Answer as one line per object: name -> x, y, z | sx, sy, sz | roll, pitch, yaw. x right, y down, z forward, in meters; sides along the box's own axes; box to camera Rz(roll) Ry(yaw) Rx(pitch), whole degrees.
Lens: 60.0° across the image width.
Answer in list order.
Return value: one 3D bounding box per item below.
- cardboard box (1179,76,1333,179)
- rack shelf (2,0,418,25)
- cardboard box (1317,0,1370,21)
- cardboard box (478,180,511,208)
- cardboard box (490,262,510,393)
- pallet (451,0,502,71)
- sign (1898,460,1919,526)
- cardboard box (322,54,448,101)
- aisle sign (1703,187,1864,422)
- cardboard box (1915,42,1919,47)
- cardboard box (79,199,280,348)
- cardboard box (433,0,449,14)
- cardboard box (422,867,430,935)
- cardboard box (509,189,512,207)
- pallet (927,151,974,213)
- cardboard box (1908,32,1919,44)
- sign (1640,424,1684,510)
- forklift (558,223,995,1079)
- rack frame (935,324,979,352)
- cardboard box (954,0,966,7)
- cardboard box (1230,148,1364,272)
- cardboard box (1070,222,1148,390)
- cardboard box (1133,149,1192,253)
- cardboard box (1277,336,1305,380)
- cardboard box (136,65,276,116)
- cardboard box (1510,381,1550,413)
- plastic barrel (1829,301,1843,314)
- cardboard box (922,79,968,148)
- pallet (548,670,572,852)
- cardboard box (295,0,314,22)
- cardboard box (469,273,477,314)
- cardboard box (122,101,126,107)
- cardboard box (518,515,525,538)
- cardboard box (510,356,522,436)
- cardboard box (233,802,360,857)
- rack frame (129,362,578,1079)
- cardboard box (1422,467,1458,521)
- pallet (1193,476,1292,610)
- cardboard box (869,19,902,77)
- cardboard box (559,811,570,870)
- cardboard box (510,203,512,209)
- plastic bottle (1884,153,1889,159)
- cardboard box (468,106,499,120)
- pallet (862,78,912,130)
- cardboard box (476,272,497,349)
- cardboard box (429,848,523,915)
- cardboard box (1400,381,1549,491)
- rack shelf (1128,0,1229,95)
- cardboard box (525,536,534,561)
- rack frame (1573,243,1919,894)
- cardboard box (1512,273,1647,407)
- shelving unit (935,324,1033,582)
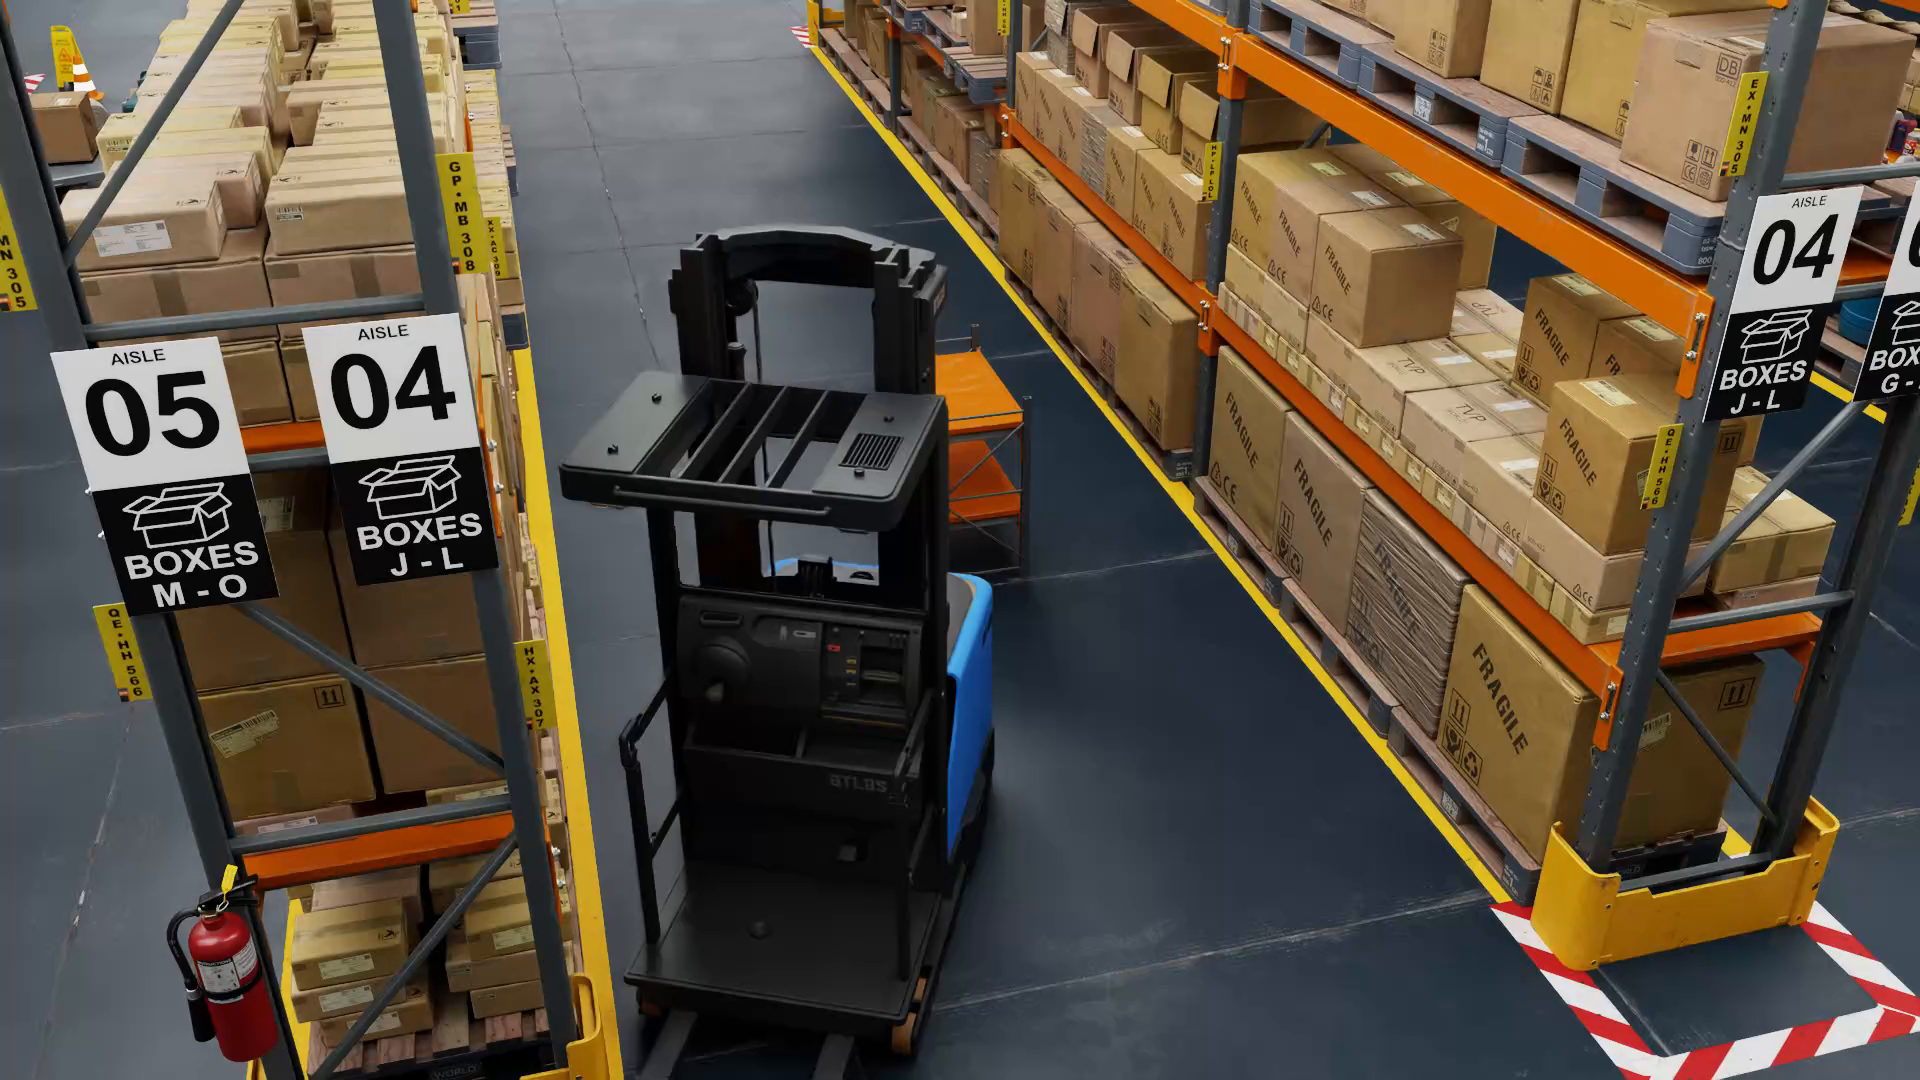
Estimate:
cardboard box -> 1.739, -2.433, 9.857 | 0.797, 0.503, 0.637 | -9, 31, -15
rack shelf -> -2.361, -2.355, 5.557 | 1.077, 0.370, 4.000 | -8, 31, -13
cardboard box -> 2.182, -2.844, 8.057 | 0.700, 0.500, 0.500 | -10, 31, -16
cardboard box -> -2.699, -1.877, 9.236 | 0.380, 0.149, 0.250 | -8, 31, -13
cardboard box -> -2.492, -1.013, 8.109 | 0.500, 0.500, 0.500 | -8, 31, -13
pallet -> -2.953, -2.566, 8.383 | 1.213, 0.211, 1.003 | -8, 31, -13
sign -> 3.515, -0.196, 6.151 | 0.100, 0.325, 0.005 | -8, 31, -13
cardboard box -> -1.961, -1.548, 5.689 | 0.380, 0.149, 0.250 | -7, 31, -12
aisle sign -> 2.708, -0.766, 5.485 | 0.394, 0.787, 0.004 | -8, 31, -13
cardboard box -> 9.624, -5.086, 17.309 | 0.500, 0.311, 0.500 | -7, 31, -12
cardboard box -> -2.198, -0.743, 4.697 | 0.500, 0.250, 0.500 | -9, 31, -15
cardboard box -> -2.360, -2.306, 6.998 | 0.380, 0.149, 0.250 | -8, 31, -13
cardboard box -> -2.324, 1.471, 6.642 | 0.380, 0.149, 0.250 | -8, 31, -14
cardboard box -> -2.969, -2.114, 10.239 | 0.380, 0.149, 0.250 | -9, 31, -16
pallet -> 0.329, -3.339, 15.307 | 1.003, 0.211, 1.213 | -8, 31, -13
cardboard box -> 10.133, -5.169, 17.452 | 0.500, 0.311, 0.500 | -8, 31, -14
sign -> 2.451, -0.254, 5.802 | 0.100, 0.325, 0.005 | -8, 31, -13
forklift -> -0.639, 0.494, 5.970 | 1.130, 2.935, 3.031 | 6, 31, 10
rack frame -> -0.133, -0.729, 9.887 | 0.500, 1.125, 0.032 | -8, 31, -13
cardboard box -> 0.342, -4.913, 14.722 | 0.797, 0.503, 0.637 | -5, 30, -8
cardboard box -> 1.797, -1.771, 8.919 | 0.500, 0.500, 0.500 | -8, 31, -13
cardboard box -> 1.489, -1.648, 11.304 | 1.225, 0.875, 0.875 | -9, 31, -15
cardboard box -> 1.405, -2.121, 10.319 | 0.500, 0.500, 0.500 | -7, 31, -12
cardboard box -> 1.886, -0.971, 8.684 | 0.380, 0.149, 0.250 | -9, 31, -15
cardboard box -> -2.512, -1.472, 5.557 | 0.380, 0.149, 0.250 | -7, 31, -12
cardboard box -> 2.837, -0.541, 7.543 | 0.500, 0.250, 0.500 | -9, 31, -15
plastic barrel -> 6.376, -2.187, 12.209 | 0.600, 0.901, 0.708 | -8, 31, -13
cardboard box -> 0.044, -4.088, 15.874 | 0.700, 0.500, 0.500 | -8, 31, -14
pallet -> -2.352, 1.080, 7.674 | 1.003, 0.211, 1.213 | -8, 31, -13
cardboard box -> -2.887, -2.237, 6.879 | 0.380, 0.149, 0.250 | -8, 31, -14
cardboard box -> -1.839, -0.844, 5.370 | 0.500, 0.250, 0.500 | -7, 31, -12
cardboard box -> -8.528, -4.528, 17.424 | 0.380, 0.149, 0.250 | 7, 31, 13
cardboard box -> -2.441, 0.013, 8.566 | 0.380, 0.149, 0.250 | -7, 31, -13
cardboard box -> -2.975, -0.784, 10.187 | 0.500, 0.500, 0.500 | -6, 31, -11
cardboard box -> -2.190, 0.884, 5.480 | 0.380, 0.149, 0.250 | -8, 31, -13
rack frame -> -1.831, 0.895, 5.210 | 1.000, 3.000, 0.127 | -8, 31, -13
cardboard box -> 2.294, -0.228, 7.401 | 0.380, 0.149, 0.250 | -9, 31, -14
pallet -> 2.043, -0.063, 9.649 | 1.003, 0.211, 1.213 | -8, 31, -13
cardboard box -> -0.674, -5.375, 18.118 | 0.500, 0.500, 0.500 | -11, 32, -18
cardboard box -> -1.844, 1.279, 6.973 | 0.380, 0.149, 0.250 | -7, 31, -13
cardboard box -> -2.763, -1.865, 9.513 | 0.380, 0.149, 0.250 | -9, 31, -15
plastic bottle -> 6.294, -2.570, 11.394 | 0.097, 0.201, 0.097 | 0, 30, 0
cardboard box -> -3.115, -2.630, 10.537 | 0.380, 0.149, 0.250 | -8, 31, -13
pallet -> -0.419, -4.624, 17.529 | 1.003, 0.211, 1.213 | -8, 31, -13
cardboard box -> -2.242, -0.953, 7.007 | 0.500, 0.500, 0.500 | -7, 31, -12
cardboard box -> -1.831, 1.274, 6.387 | 0.380, 0.149, 0.250 | -7, 31, -12
cardboard box -> 2.324, -0.469, 7.419 | 0.500, 0.250, 0.500 | -9, 31, -15
rack shelf -> 1.386, -3.601, 10.700 | 1.077, 0.370, 4.000 | -8, 31, -13
cardboard box -> -2.418, 0.125, 8.669 | 0.380, 0.149, 0.250 | -9, 31, -16
rack frame -> 2.978, 0.284, 6.265 | 1.000, 3.000, 0.127 | -8, 31, -13
cardboard box -> 2.835, -0.863, 7.351 | 0.500, 0.500, 0.500 | -9, 31, -15
shelving unit -> 0.002, -0.484, 9.463 | 0.538, 1.125, 1.048 | -8, 31, -13
